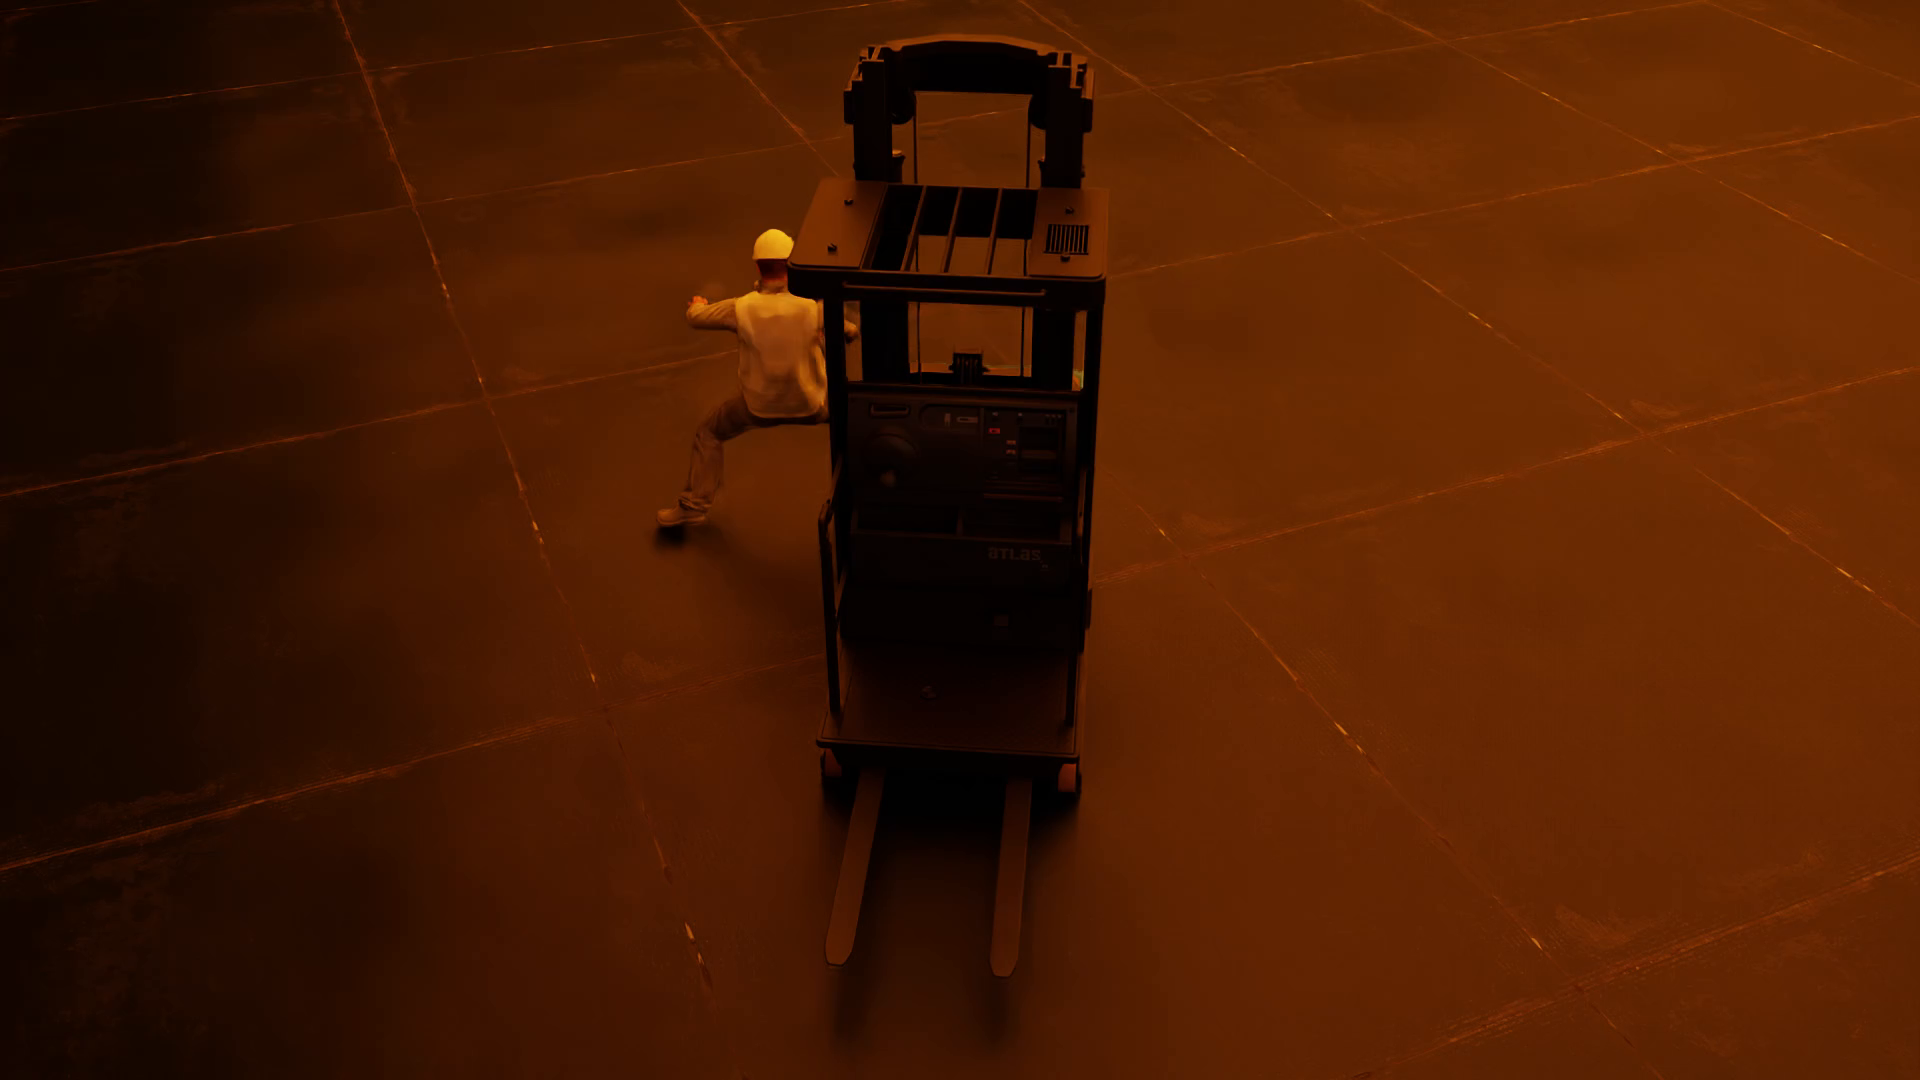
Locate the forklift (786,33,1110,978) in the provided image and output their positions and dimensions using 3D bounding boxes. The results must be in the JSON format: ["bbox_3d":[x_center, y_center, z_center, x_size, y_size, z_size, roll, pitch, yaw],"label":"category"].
[{"bbox_3d":[-0.011,-0.321,6.550,1.130,2.935,3.031,3,36,4],"label":"forklift"}]

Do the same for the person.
[{"bbox_3d":[-0.965,-0.894,8.538,1.296,1.551,0.835,-3,35,-4],"label":"person"}]
